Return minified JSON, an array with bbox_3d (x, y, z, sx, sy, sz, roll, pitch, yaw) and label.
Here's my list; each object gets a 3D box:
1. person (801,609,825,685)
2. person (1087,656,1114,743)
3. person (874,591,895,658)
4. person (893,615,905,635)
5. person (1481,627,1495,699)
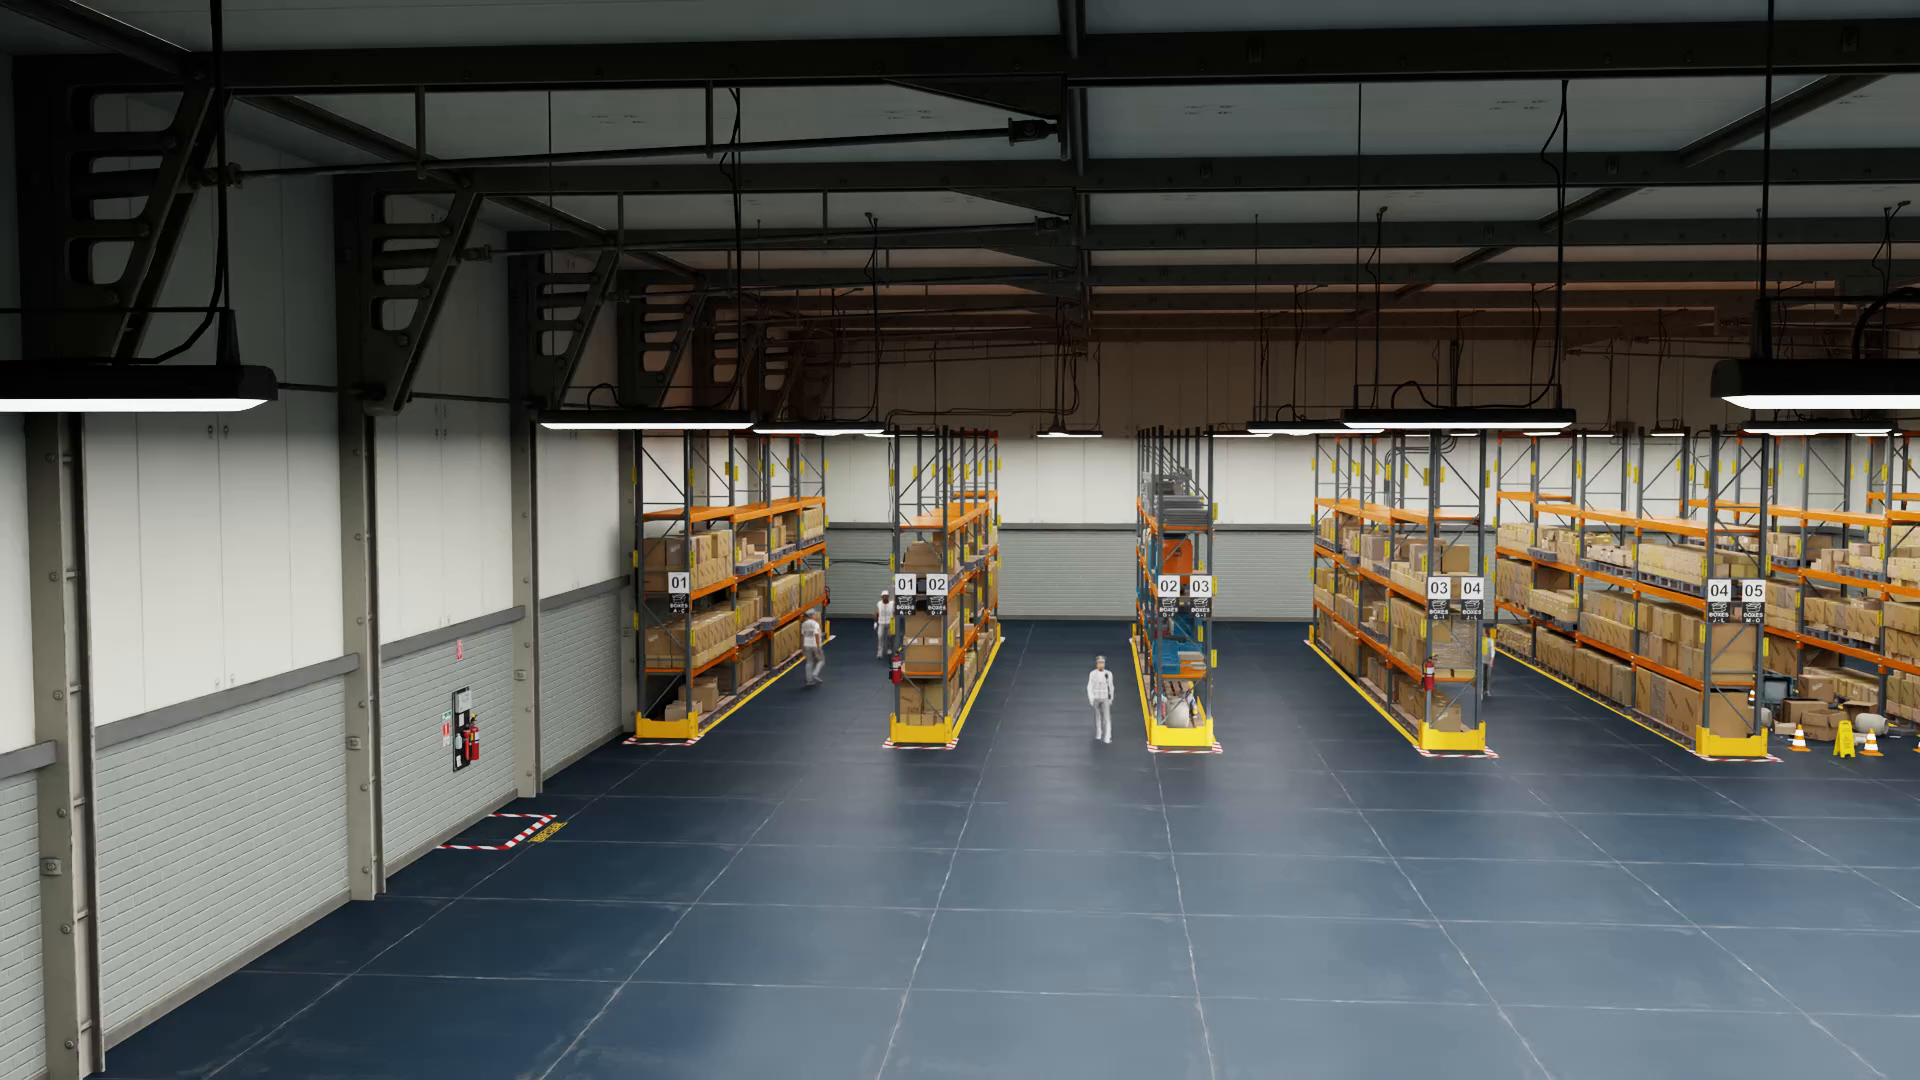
[{"bbox_3d":[-3.453,2.495,38.896,0.588,1.759,0.482,1,4,21],"label":"person"},{"bbox_3d":[2.660,3.000,31.387,0.515,1.635,1.005,1,4,15],"label":"person"},{"bbox_3d":[-1.971,2.198,43.765,0.621,1.713,1.054,0,3,0],"label":"person"},{"bbox_3d":[-1.632,1.920,48.532,0.783,1.741,0.578,0,3,6],"label":"person"},{"bbox_3d":[11.599,2.715,36.758,0.426,1.554,0.898,1,4,20],"label":"person"}]
